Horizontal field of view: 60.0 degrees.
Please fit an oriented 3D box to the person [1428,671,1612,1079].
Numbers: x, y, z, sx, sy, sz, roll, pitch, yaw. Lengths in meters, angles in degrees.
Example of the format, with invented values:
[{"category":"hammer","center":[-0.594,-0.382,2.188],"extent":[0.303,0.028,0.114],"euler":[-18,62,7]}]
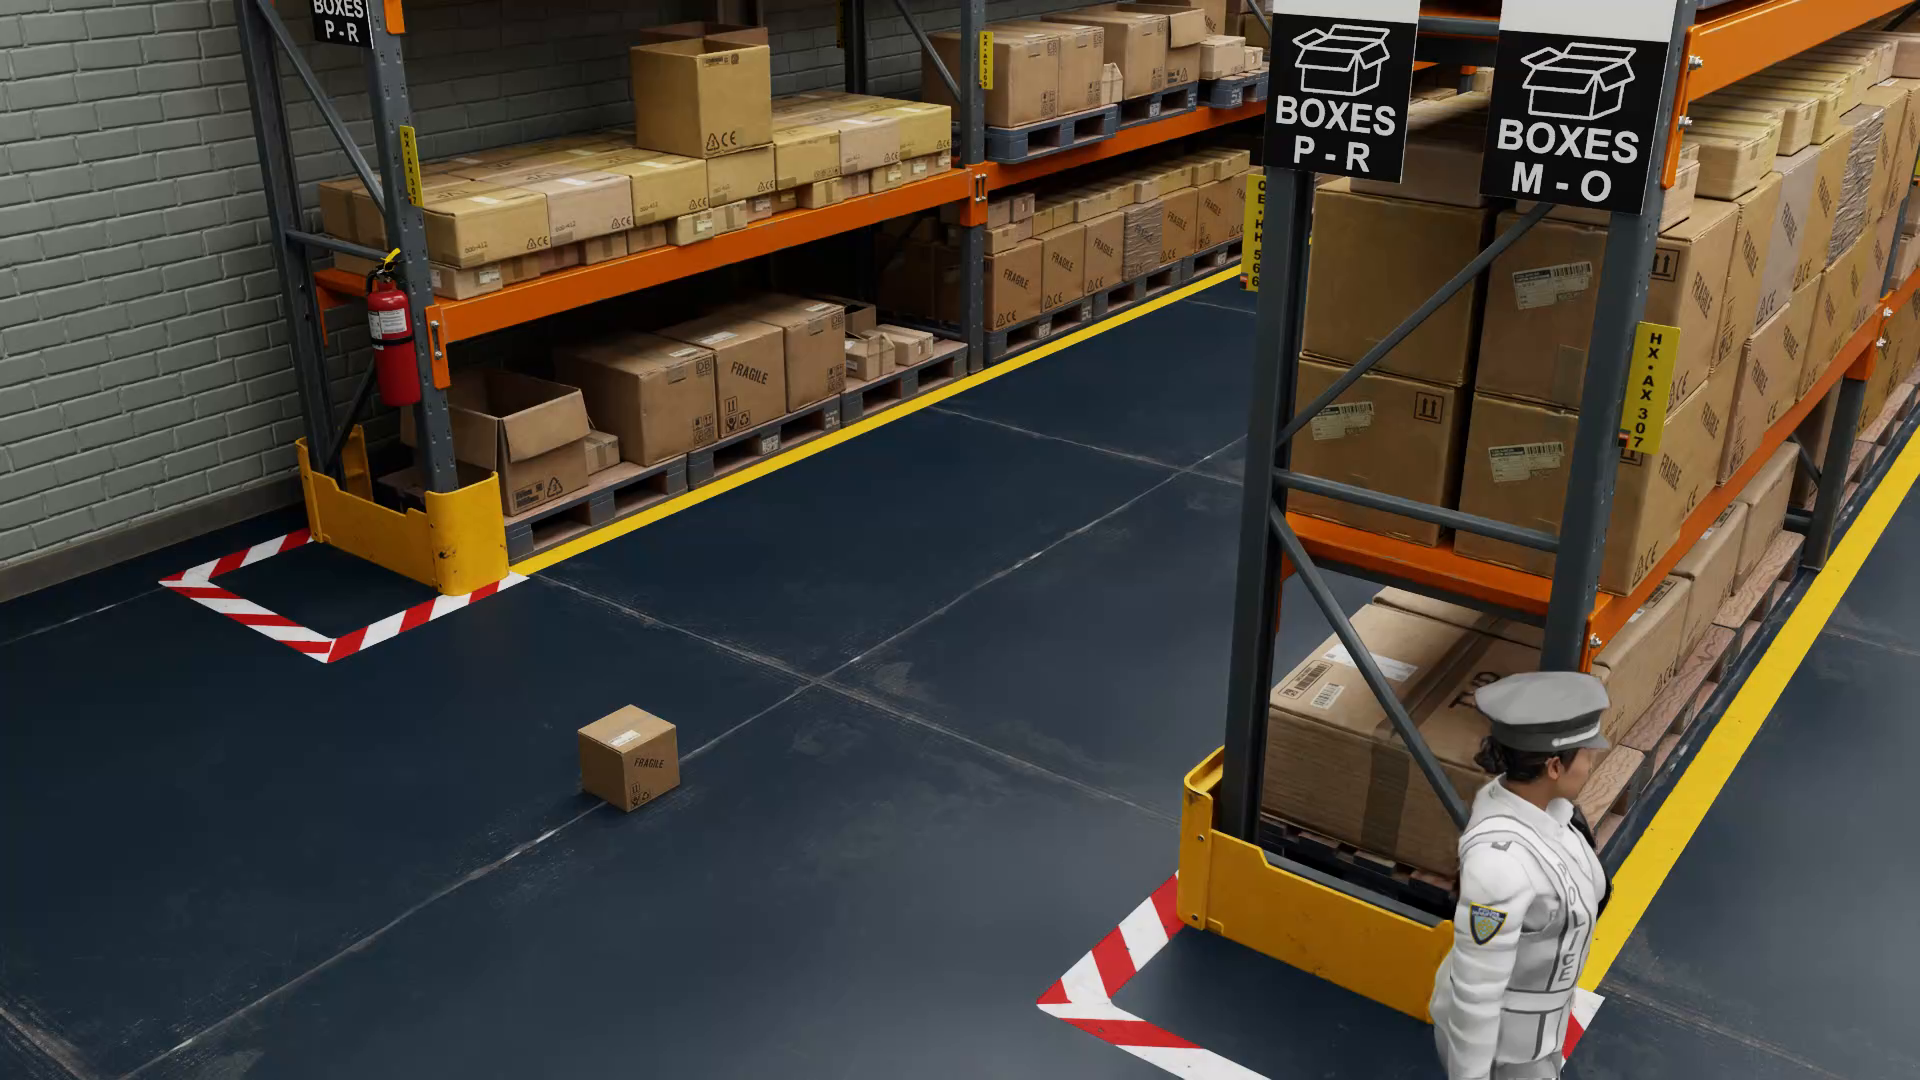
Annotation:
[{"category":"person","center":[1.163,1.066,3.611],"extent":[0.464,1.657,0.536],"euler":[12,26,25]}]
